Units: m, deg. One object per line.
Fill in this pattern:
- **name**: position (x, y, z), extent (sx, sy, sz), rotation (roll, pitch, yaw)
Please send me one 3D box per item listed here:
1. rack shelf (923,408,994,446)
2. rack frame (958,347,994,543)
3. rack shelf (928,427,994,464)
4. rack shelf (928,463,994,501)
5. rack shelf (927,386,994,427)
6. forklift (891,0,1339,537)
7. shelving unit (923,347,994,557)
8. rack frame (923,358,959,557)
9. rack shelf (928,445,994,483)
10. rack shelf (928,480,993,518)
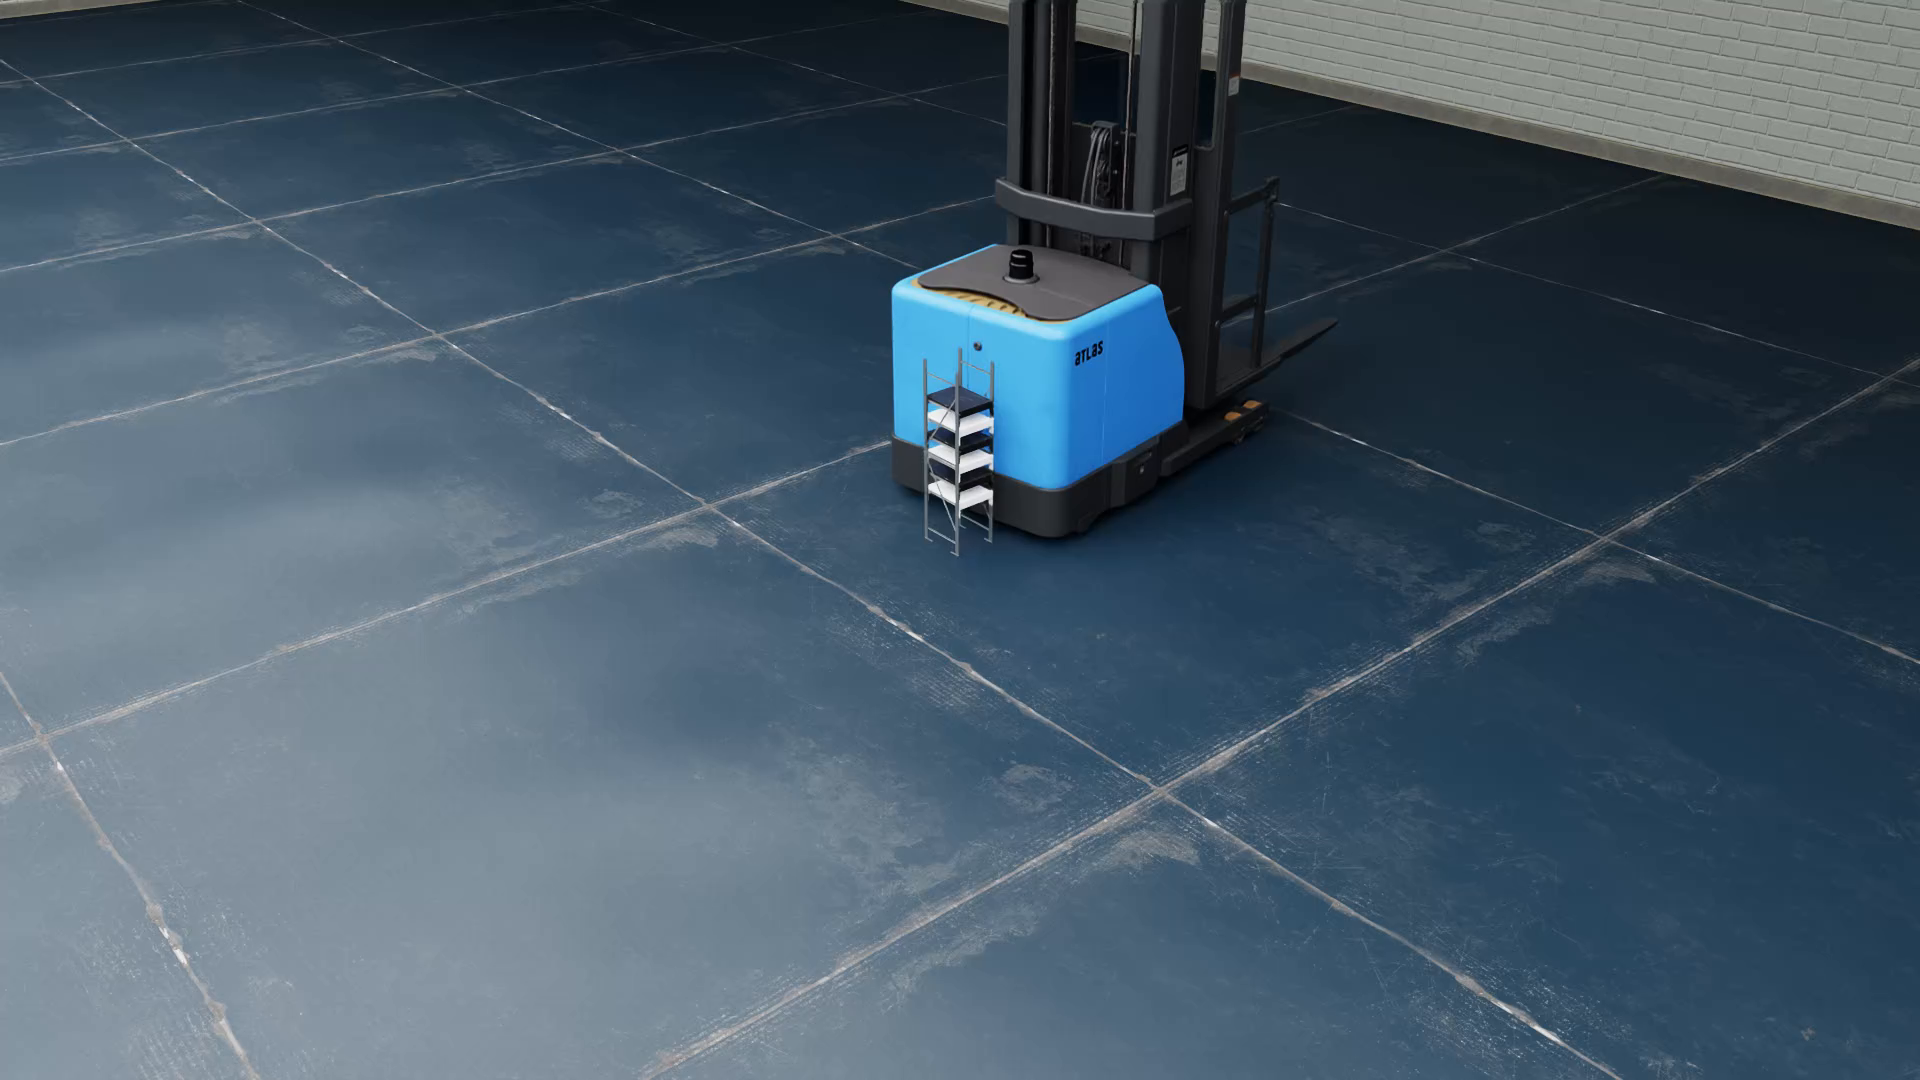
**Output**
- **rack shelf**: position (-0.006, -0.524, 7.464), extent (0.200, 0.077, 0.258), rotation (-22, 35, -35)
- **rack frame**: position (0.071, -0.426, 7.591), extent (0.006, 0.900, 0.240), rotation (-22, 35, -35)
- **rack shelf**: position (-0.006, -0.444, 7.507), extent (0.200, 0.077, 0.258), rotation (-22, 35, -35)
- **rack shelf**: position (-0.006, -0.286, 7.591), extent (0.200, 0.077, 0.258), rotation (-22, 35, -35)
- **rack shelf**: position (-0.006, -0.603, 7.422), extent (0.200, 0.077, 0.258), rotation (-22, 35, -35)
- **forklift**: position (0.989, -1.929, 8.250), extent (1.130, 2.935, 3.031), rotation (21, 35, 34)
- **shelving unit**: position (-0.006, -0.394, 7.533), extent (0.210, 0.900, 0.258), rotation (-22, 35, -35)
- **rack frame**: position (-0.084, -0.363, 7.475), extent (0.006, 0.900, 0.240), rotation (-22, 35, -35)
- **rack shelf**: position (-0.006, -0.365, 7.549), extent (0.200, 0.077, 0.258), rotation (-22, 35, -35)
- **rack shelf**: position (-0.006, -0.206, 7.634), extent (0.200, 0.077, 0.258), rotation (-22, 35, -35)
